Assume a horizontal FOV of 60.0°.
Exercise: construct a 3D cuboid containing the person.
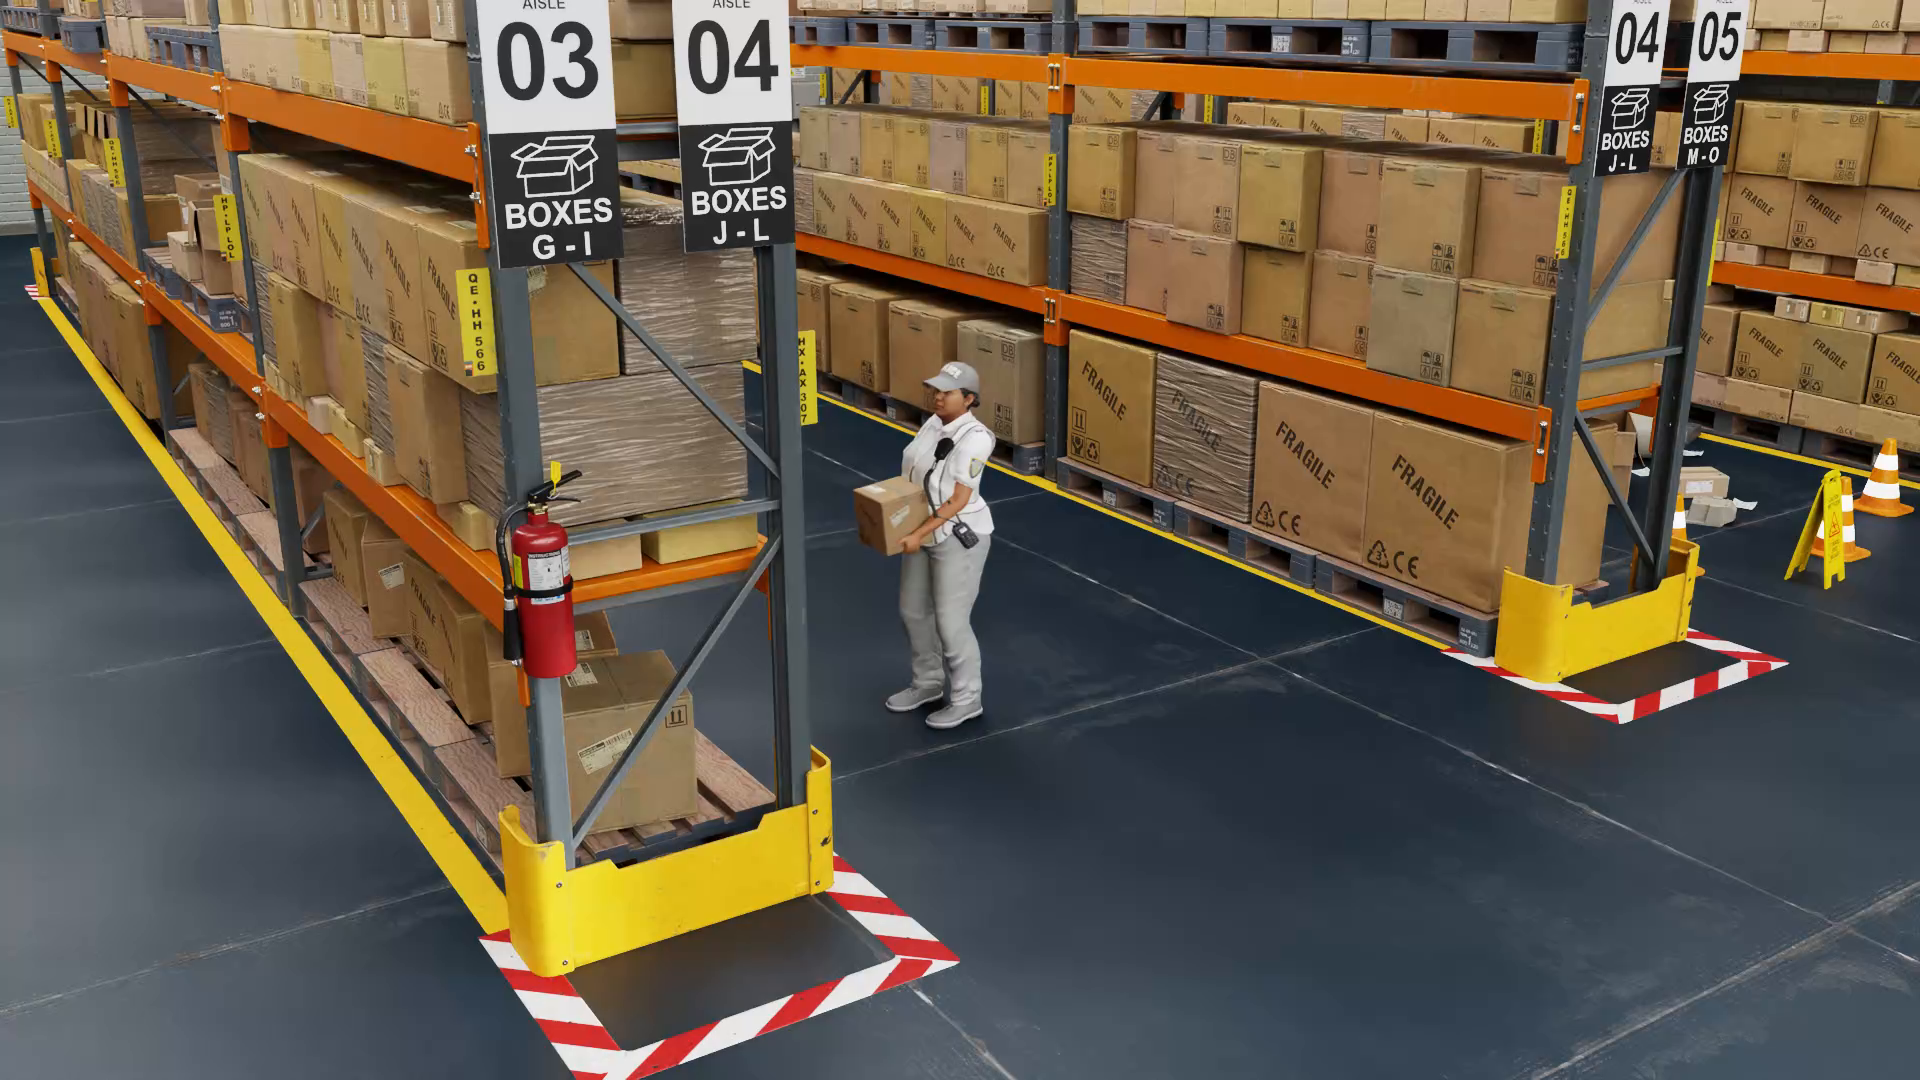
[{"bbox_3d":[-0.128,0.020,7.508,0.541,1.653,0.453,-12,21,-31],"label":"person"}]
